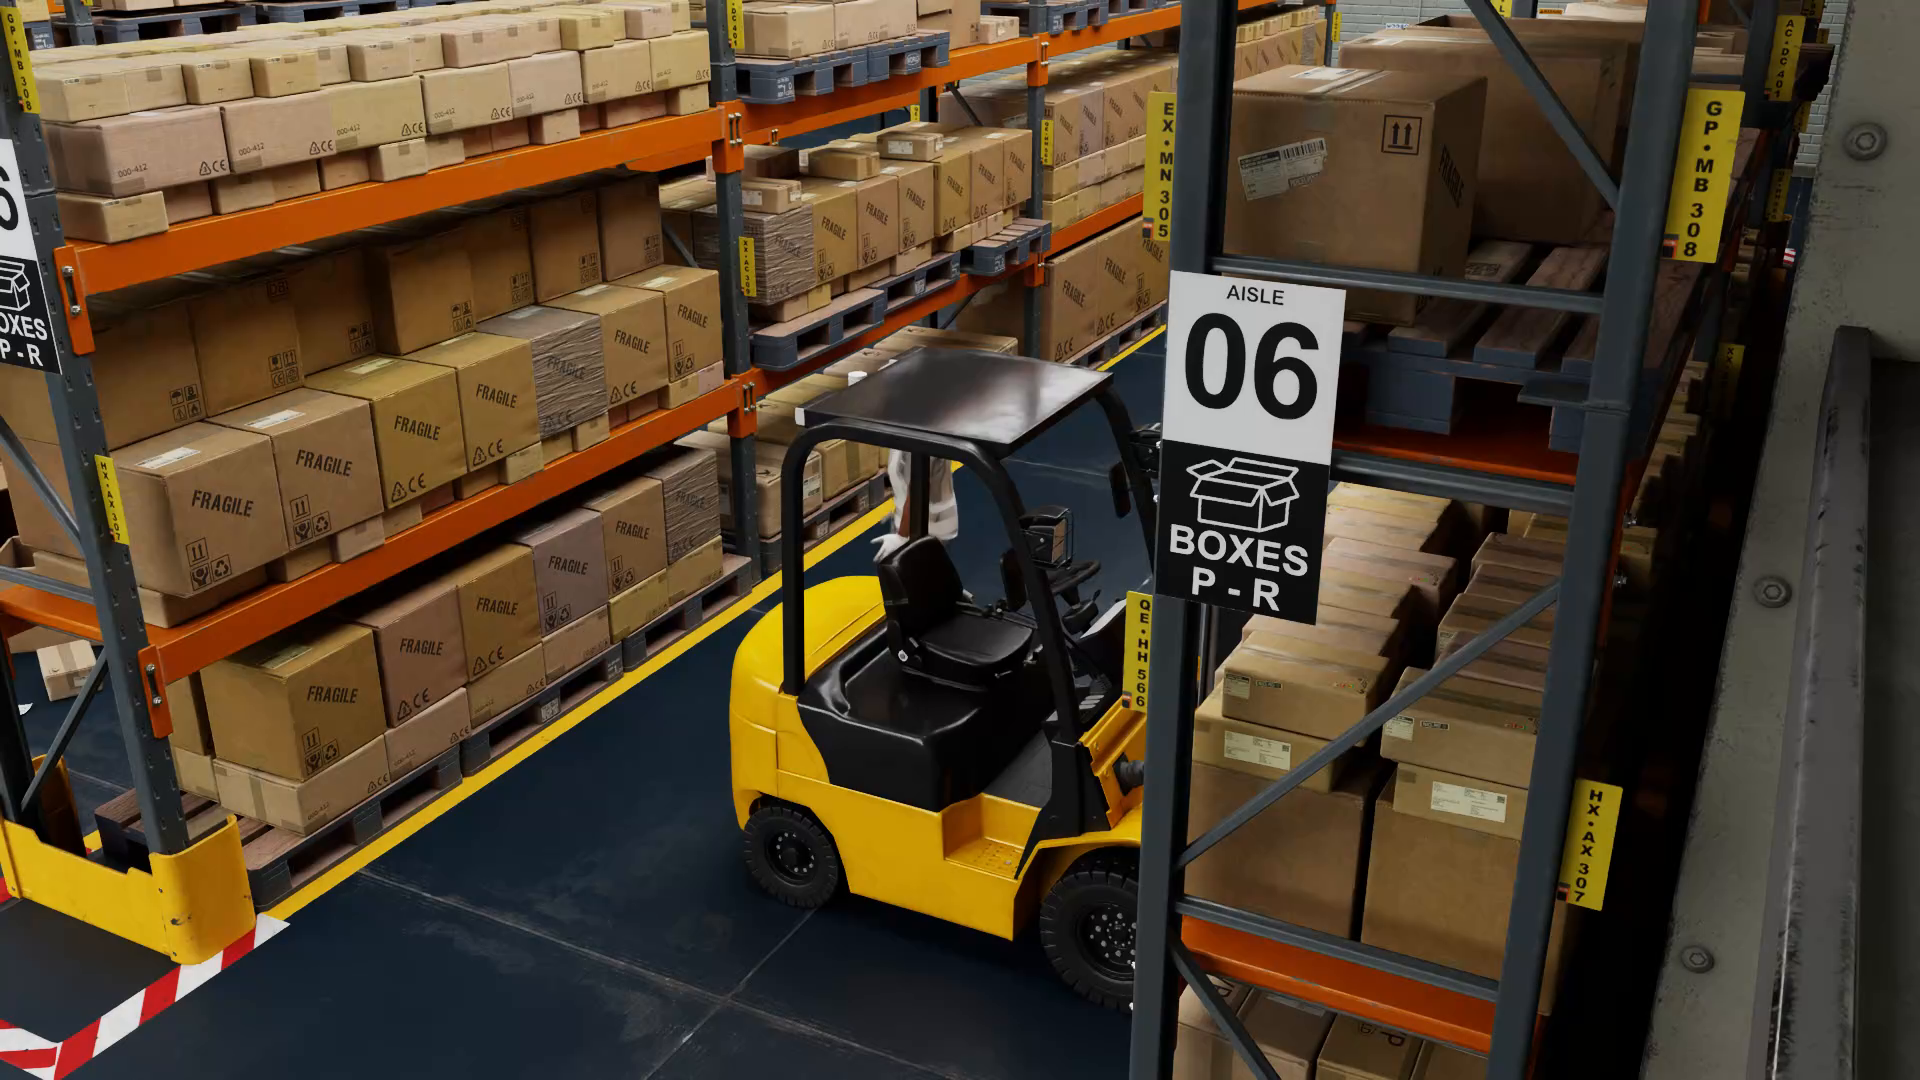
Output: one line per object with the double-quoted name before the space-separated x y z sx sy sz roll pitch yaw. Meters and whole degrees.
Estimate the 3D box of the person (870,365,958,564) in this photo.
"person" -0.238 -0.060 8.481 0.458 1.732 0.570 0 23 -1
